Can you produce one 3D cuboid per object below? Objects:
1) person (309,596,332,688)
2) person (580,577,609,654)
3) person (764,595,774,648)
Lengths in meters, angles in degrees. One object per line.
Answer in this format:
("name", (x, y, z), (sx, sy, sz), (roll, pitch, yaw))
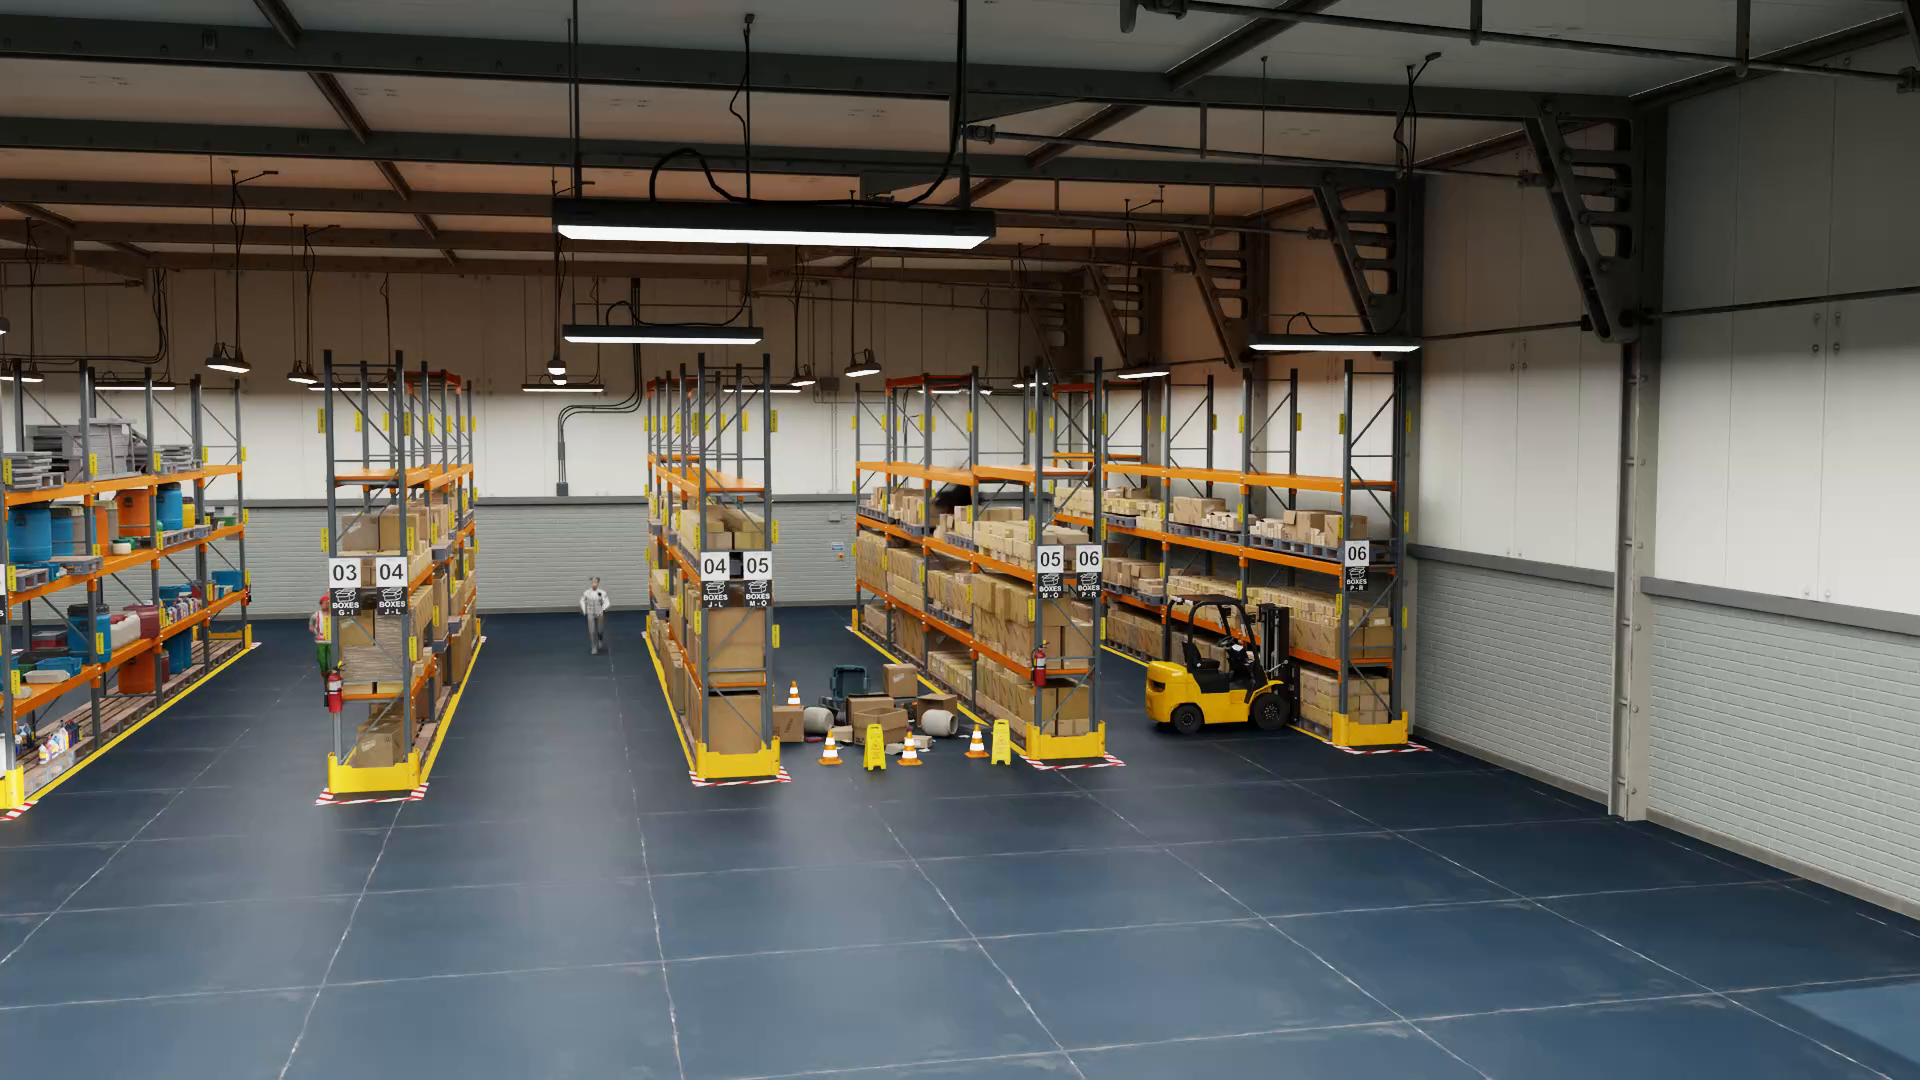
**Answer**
("person", (-11.880, 1.944, 31.211), (0.636, 1.772, 0.626), (-1, 4, -17))
("person", (-8.021, 1.630, 36.508), (0.640, 1.682, 0.687), (-1, 4, -8))
("person", (-4.394, 1.617, 36.204), (0.669, 1.766, 0.898), (-1, 4, -14))
